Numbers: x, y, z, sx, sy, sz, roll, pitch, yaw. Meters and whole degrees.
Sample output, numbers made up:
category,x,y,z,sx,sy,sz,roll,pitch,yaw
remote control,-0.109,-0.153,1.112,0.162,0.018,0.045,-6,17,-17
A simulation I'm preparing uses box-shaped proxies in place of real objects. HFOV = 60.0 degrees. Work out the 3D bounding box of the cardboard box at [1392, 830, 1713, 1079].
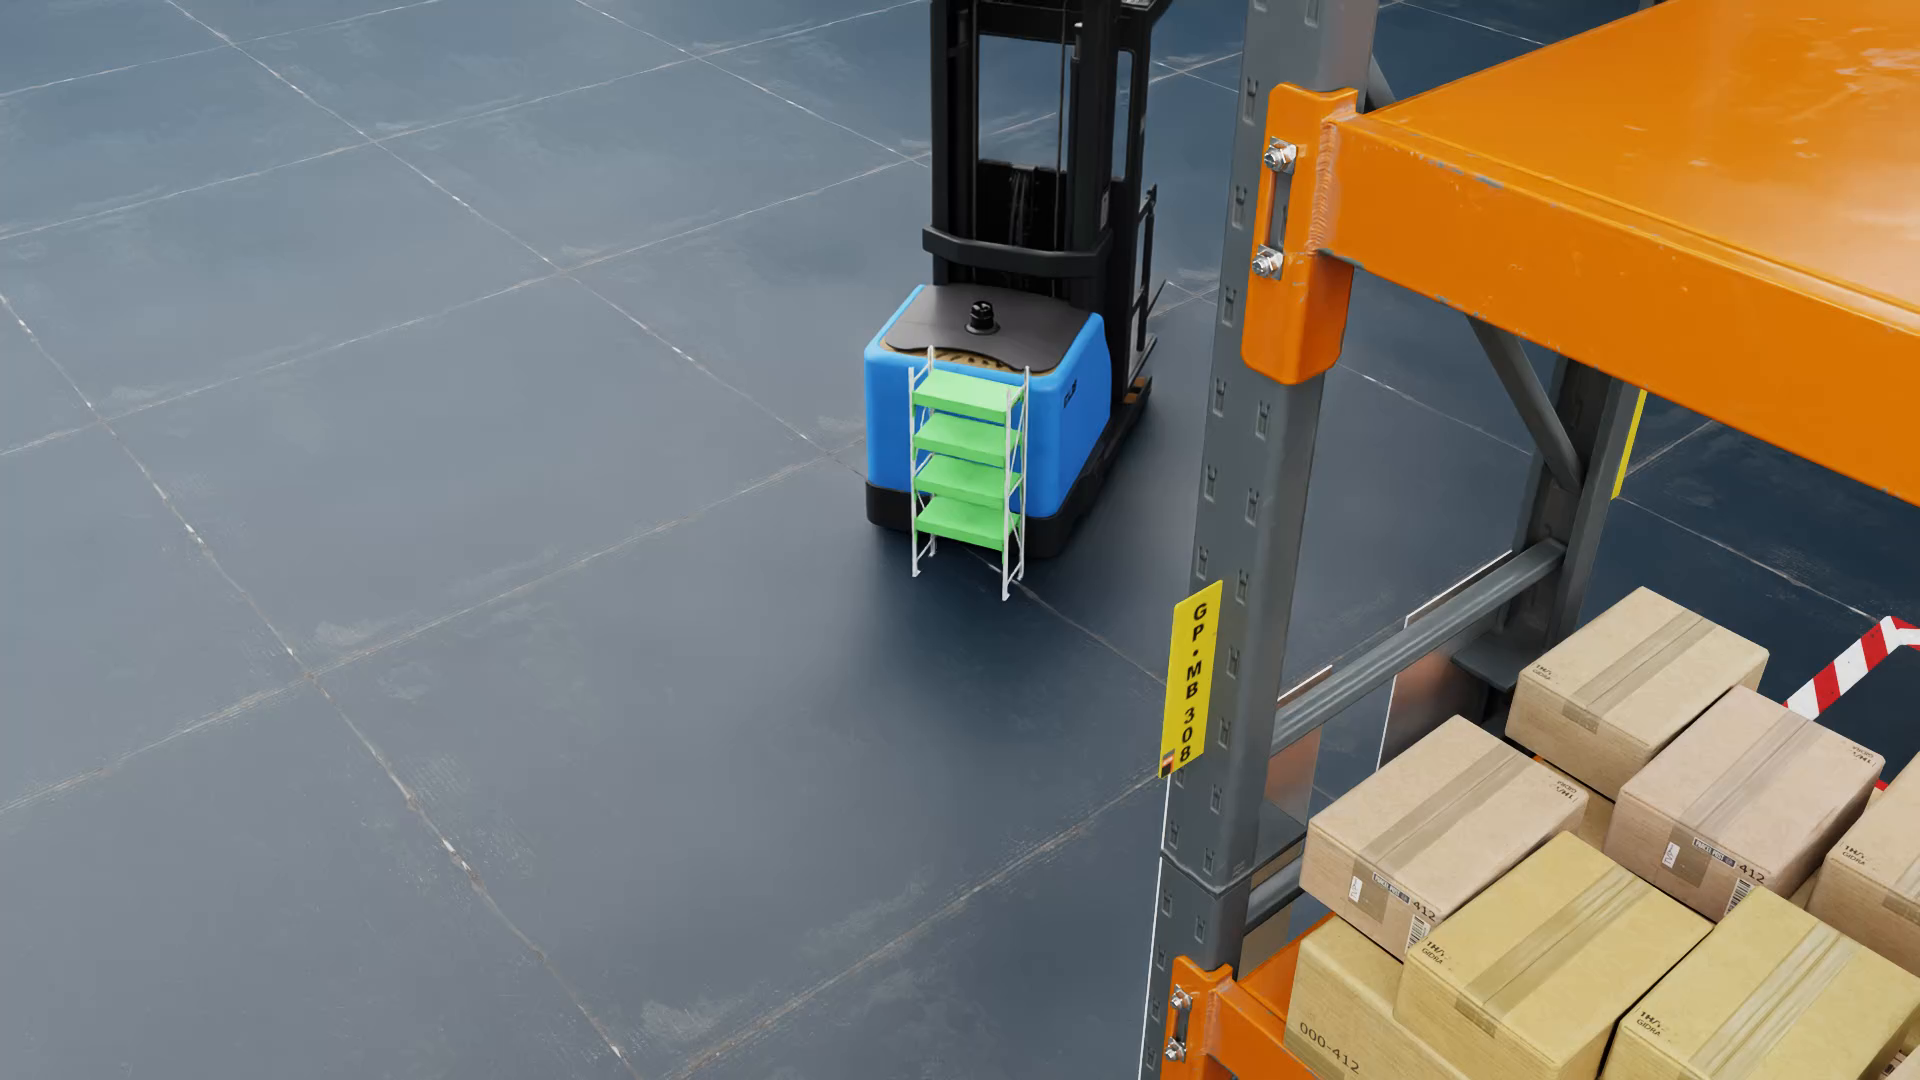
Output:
category,x,y,z,sx,sy,sz,roll,pitch,yaw
cardboard box,0.845,0.617,2.374,0.380,0.149,0.250,-25,42,-31

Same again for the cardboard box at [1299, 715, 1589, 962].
category,x,y,z,sx,sy,sz,roll,pitch,yaw
cardboard box,0.751,0.466,2.587,0.380,0.149,0.250,-26,43,-32

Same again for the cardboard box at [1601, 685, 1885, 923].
category,x,y,z,sx,sy,sz,roll,pitch,yaw
cardboard box,1.246,0.423,2.648,0.380,0.149,0.250,-28,44,-33

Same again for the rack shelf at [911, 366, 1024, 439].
category,x,y,z,sx,sy,sz,roll,pitch,yaw
rack shelf,0.041,-0.649,7.809,0.480,0.148,0.258,14,38,19

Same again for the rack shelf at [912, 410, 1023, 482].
category,x,y,z,sx,sy,sz,roll,pitch,yaw
rack shelf,0.041,-0.453,7.948,0.480,0.148,0.258,14,38,19

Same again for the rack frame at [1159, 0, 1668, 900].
category,x,y,z,sx,sy,sz,roll,pitch,yaw
rack frame,0.750,-0.864,2.085,1.000,3.000,0.127,-26,43,-32

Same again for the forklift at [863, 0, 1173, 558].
category,x,y,z,sx,sy,sz,roll,pitch,yaw
forklift,0.487,-1.953,8.873,1.130,2.935,3.031,12,37,16

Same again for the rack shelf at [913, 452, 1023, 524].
category,x,y,z,sx,sy,sz,roll,pitch,yaw
rack shelf,0.041,-0.257,8.087,0.480,0.148,0.258,14,38,19

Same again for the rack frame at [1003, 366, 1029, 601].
category,x,y,z,sx,sy,sz,roll,pitch,yaw
rack frame,0.265,-0.253,7.971,0.015,1.200,0.240,14,38,19

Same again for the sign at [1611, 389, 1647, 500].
category,x,y,z,sx,sy,sz,roll,pitch,yaw
sign,1.187,-0.200,2.976,0.100,0.325,0.005,-26,43,-32

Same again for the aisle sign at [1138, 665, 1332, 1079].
category,x,y,z,sx,sy,sz,roll,pitch,yaw
aisle sign,0.481,0.608,2.948,0.394,0.787,0.004,-26,43,-32

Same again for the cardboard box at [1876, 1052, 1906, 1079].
category,x,y,z,sx,sy,sz,roll,pitch,yaw
cardboard box,1.201,0.956,2.241,0.500,0.250,0.500,-27,43,-33

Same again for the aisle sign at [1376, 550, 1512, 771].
category,x,y,z,sx,sy,sz,roll,pitch,yaw
aisle sign,0.939,0.384,3.264,0.394,0.787,0.004,-26,43,-32

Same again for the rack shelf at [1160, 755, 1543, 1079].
category,x,y,z,sx,sy,sz,roll,pitch,yaw
rack shelf,2.041,1.537,1.913,1.077,0.370,4.000,-26,43,-32

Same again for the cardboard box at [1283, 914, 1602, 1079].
category,x,y,z,sx,sy,sz,roll,pitch,yaw
cardboard box,0.864,0.730,2.559,0.500,0.250,0.500,-25,42,-30

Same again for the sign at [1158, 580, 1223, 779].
category,x,y,z,sx,sy,sz,roll,pitch,yaw
sign,0.336,0.206,2.414,0.100,0.325,0.005,-26,43,-32

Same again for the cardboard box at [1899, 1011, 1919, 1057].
category,x,y,z,sx,sy,sz,roll,pitch,yaw
cardboard box,1.580,0.759,2.519,0.500,0.250,0.500,-26,43,-32

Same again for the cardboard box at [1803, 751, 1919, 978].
category,x,y,z,sx,sy,sz,roll,pitch,yaw
cardboard box,1.506,0.503,2.535,0.380,0.149,0.250,-28,44,-34

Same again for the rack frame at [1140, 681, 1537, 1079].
category,x,y,z,sx,sy,sz,roll,pitch,yaw
rack frame,0.750,1.584,3.819,1.000,3.000,0.127,-26,43,-32

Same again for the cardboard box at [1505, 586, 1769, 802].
category,x,y,z,sx,sy,sz,roll,pitch,yaw
cardboard box,1.168,0.265,2.872,0.380,0.149,0.250,-26,43,-32

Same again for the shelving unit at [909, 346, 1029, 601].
category,x,y,z,sx,sy,sz,roll,pitch,yaw
shelving unit,0.041,-0.309,8.050,0.503,1.200,0.258,14,38,19

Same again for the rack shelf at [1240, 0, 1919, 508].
category,x,y,z,sx,sy,sz,roll,pitch,yaw
rack shelf,2.041,0.314,1.047,1.077,0.370,4.000,-26,43,-32

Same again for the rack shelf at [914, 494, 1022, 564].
category,x,y,z,sx,sy,sz,roll,pitch,yaw
rack shelf,0.041,-0.061,8.225,0.480,0.148,0.258,14,38,19

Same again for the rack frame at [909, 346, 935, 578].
category,x,y,z,sx,sy,sz,roll,pitch,yaw
rack frame,-0.183,-0.365,8.129,0.015,1.200,0.240,14,38,19

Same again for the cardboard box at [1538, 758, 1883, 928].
category,x,y,z,sx,sy,sz,roll,pitch,yaw
cardboard box,1.255,0.539,2.829,0.500,0.250,0.500,-25,42,-31

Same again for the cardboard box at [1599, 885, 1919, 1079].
category,x,y,z,sx,sy,sz,roll,pitch,yaw
cardboard box,1.102,0.682,2.282,0.380,0.149,0.250,-27,43,-33
